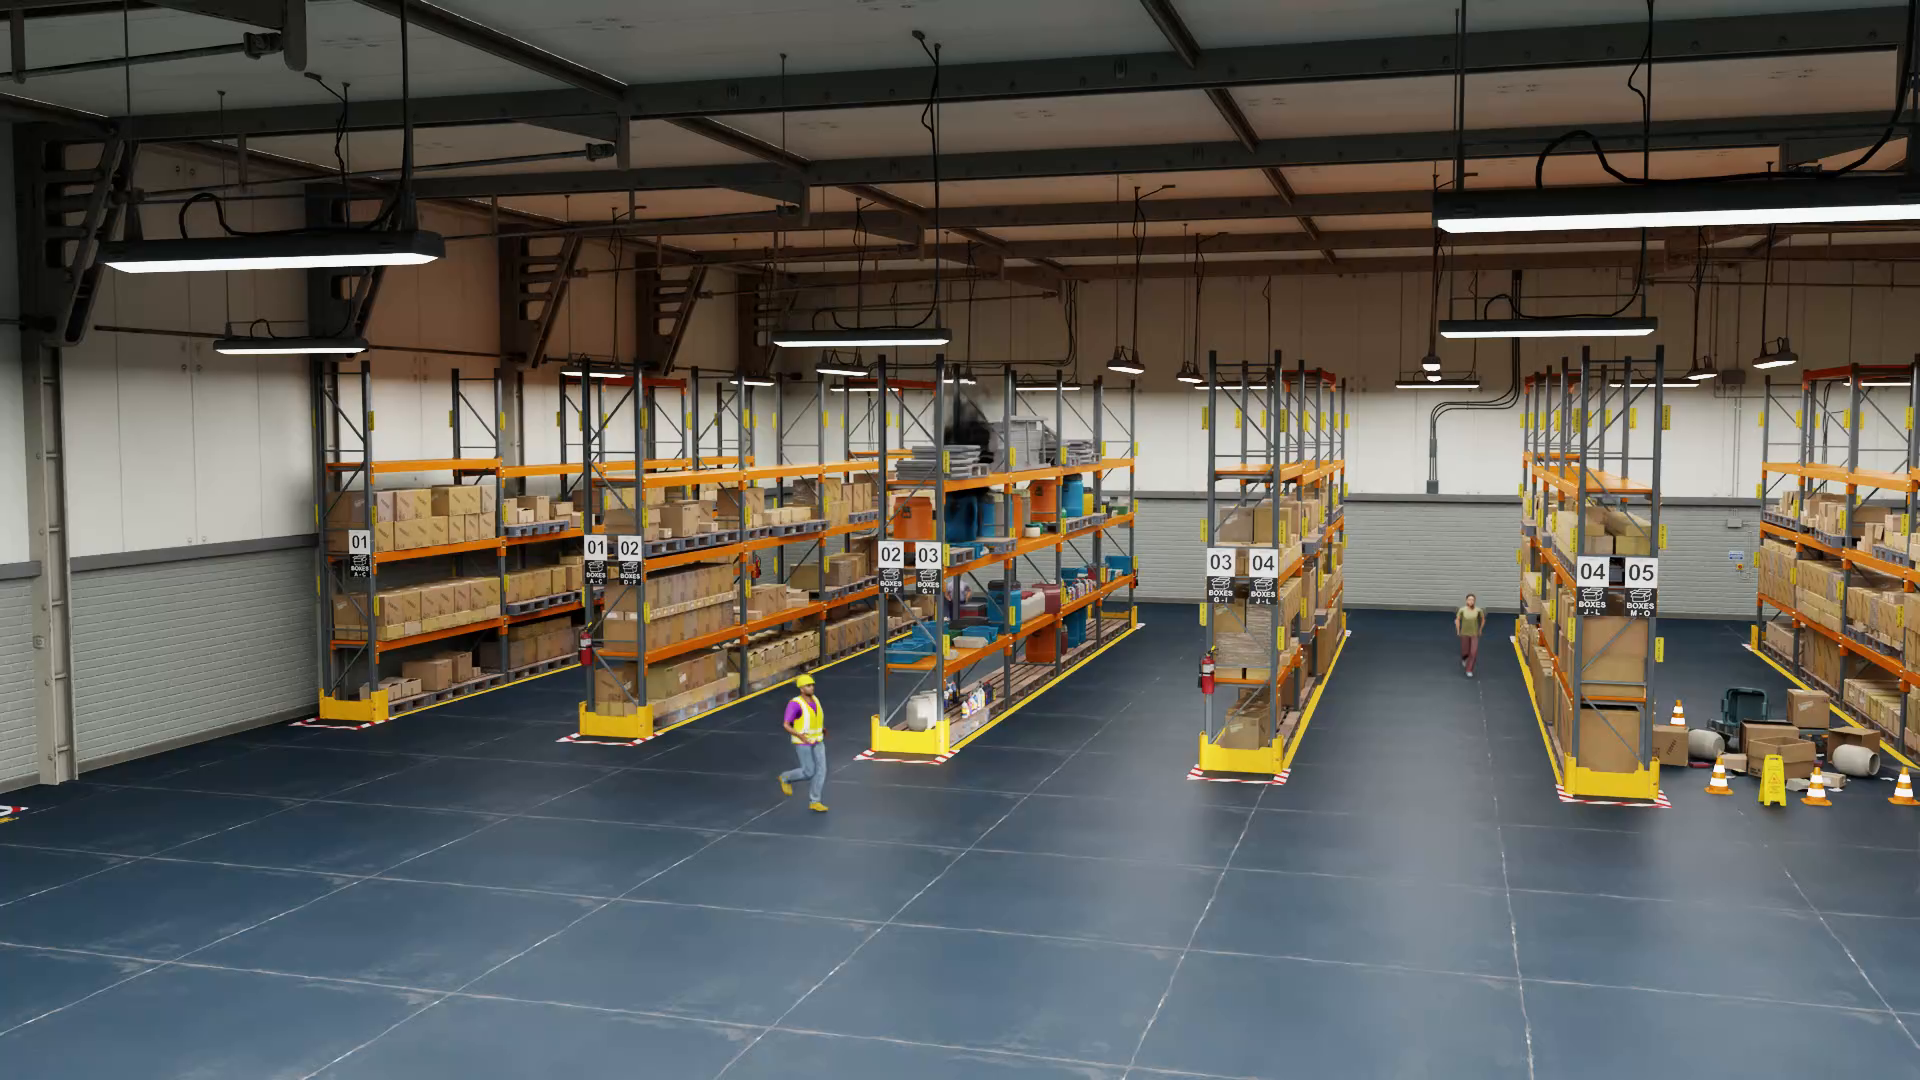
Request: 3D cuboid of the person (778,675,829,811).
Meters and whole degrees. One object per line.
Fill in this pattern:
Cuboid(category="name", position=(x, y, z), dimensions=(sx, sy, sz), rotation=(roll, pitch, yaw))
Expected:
Cuboid(category="person", position=(-1.982, 2.604, 21.475), dimensions=(0.787, 1.735, 0.698), rotation=(3, 5, 39))

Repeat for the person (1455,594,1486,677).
Cuboid(category="person", position=(10.060, 1.858, 32.787), dimensions=(0.571, 1.621, 0.623), rotation=(1, 4, 14))

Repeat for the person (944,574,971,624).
Cuboid(category="person", position=(-0.052, 1.516, 37.496), dimensions=(0.607, 1.640, 0.849), rotation=(0, 4, 3))
